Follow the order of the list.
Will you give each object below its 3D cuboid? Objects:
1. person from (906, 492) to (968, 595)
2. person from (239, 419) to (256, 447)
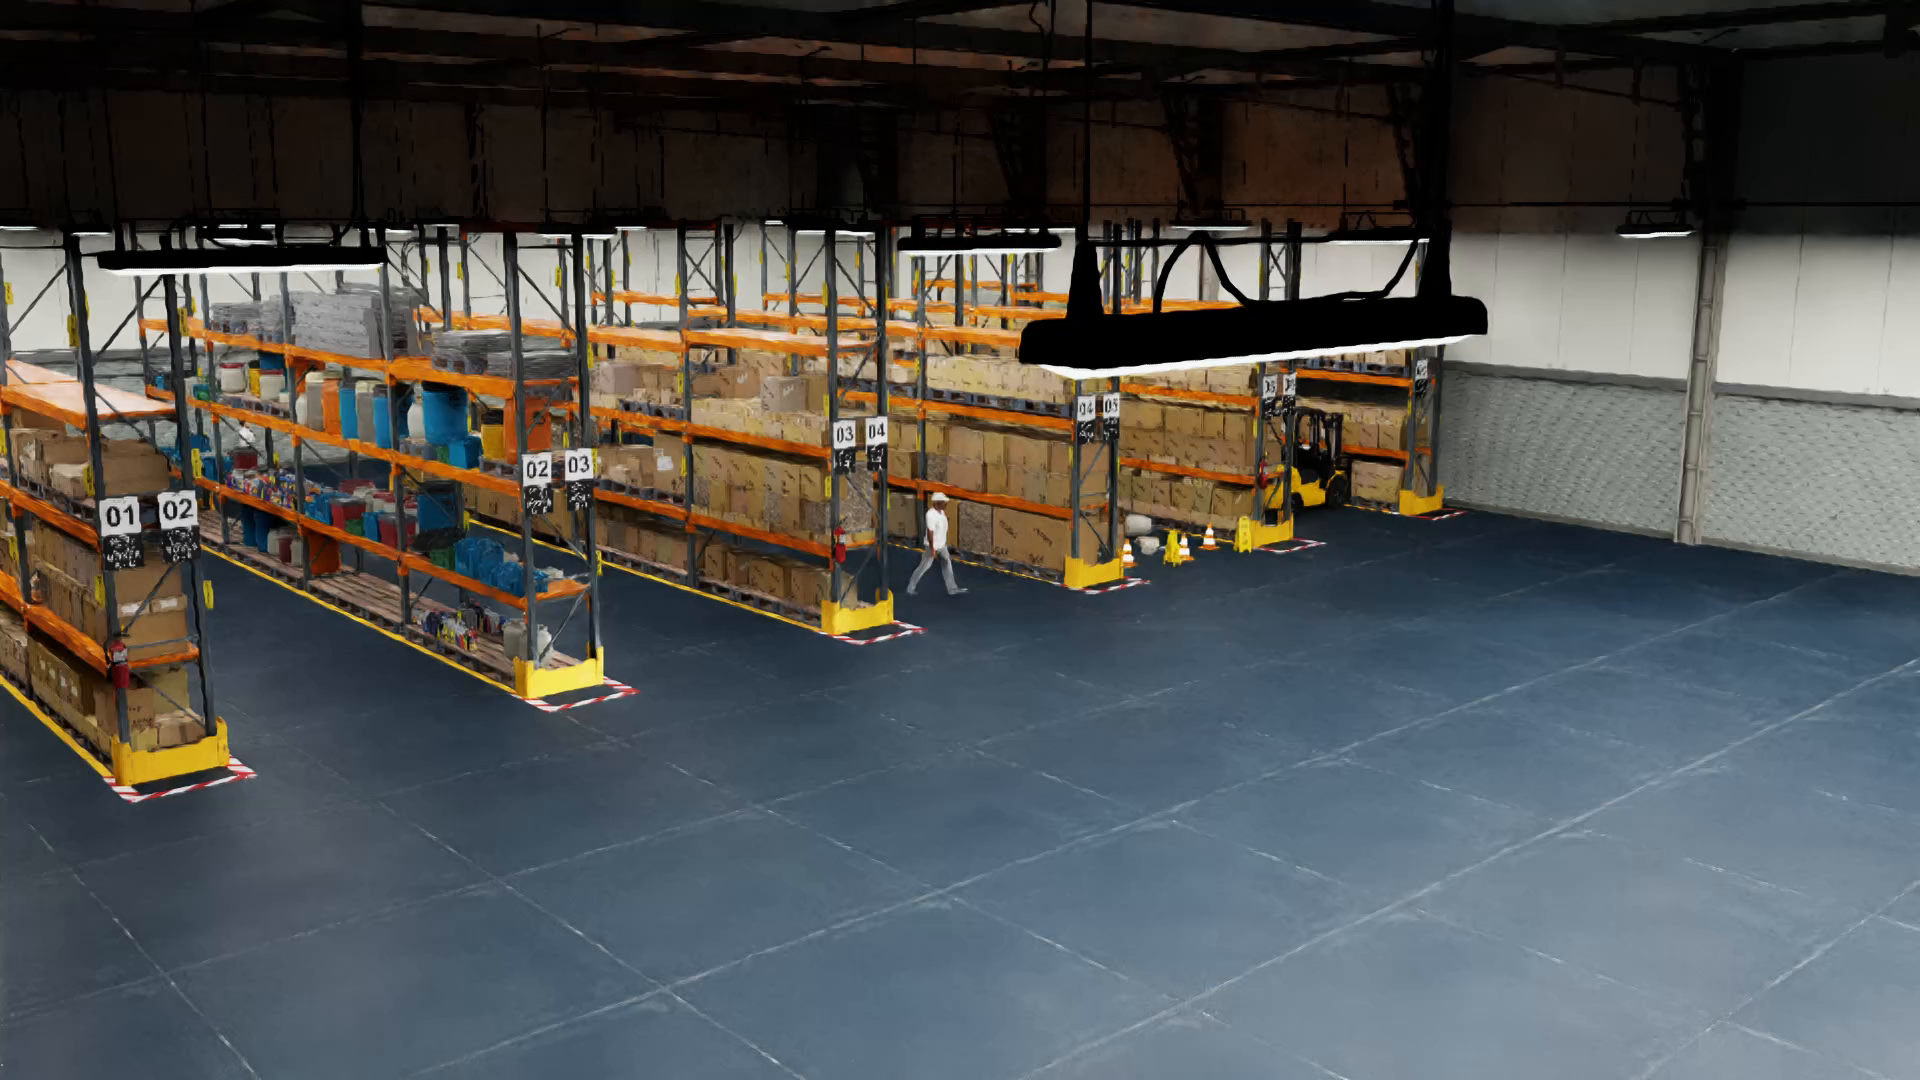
[{"bbox_3d":[-0.400,0.077,27.116,0.939,1.739,0.591,5,12,22],"label":"person"},{"bbox_3d":[-16.066,-1.936,37.267,0.452,1.673,0.642,0,11,-2],"label":"person"}]
